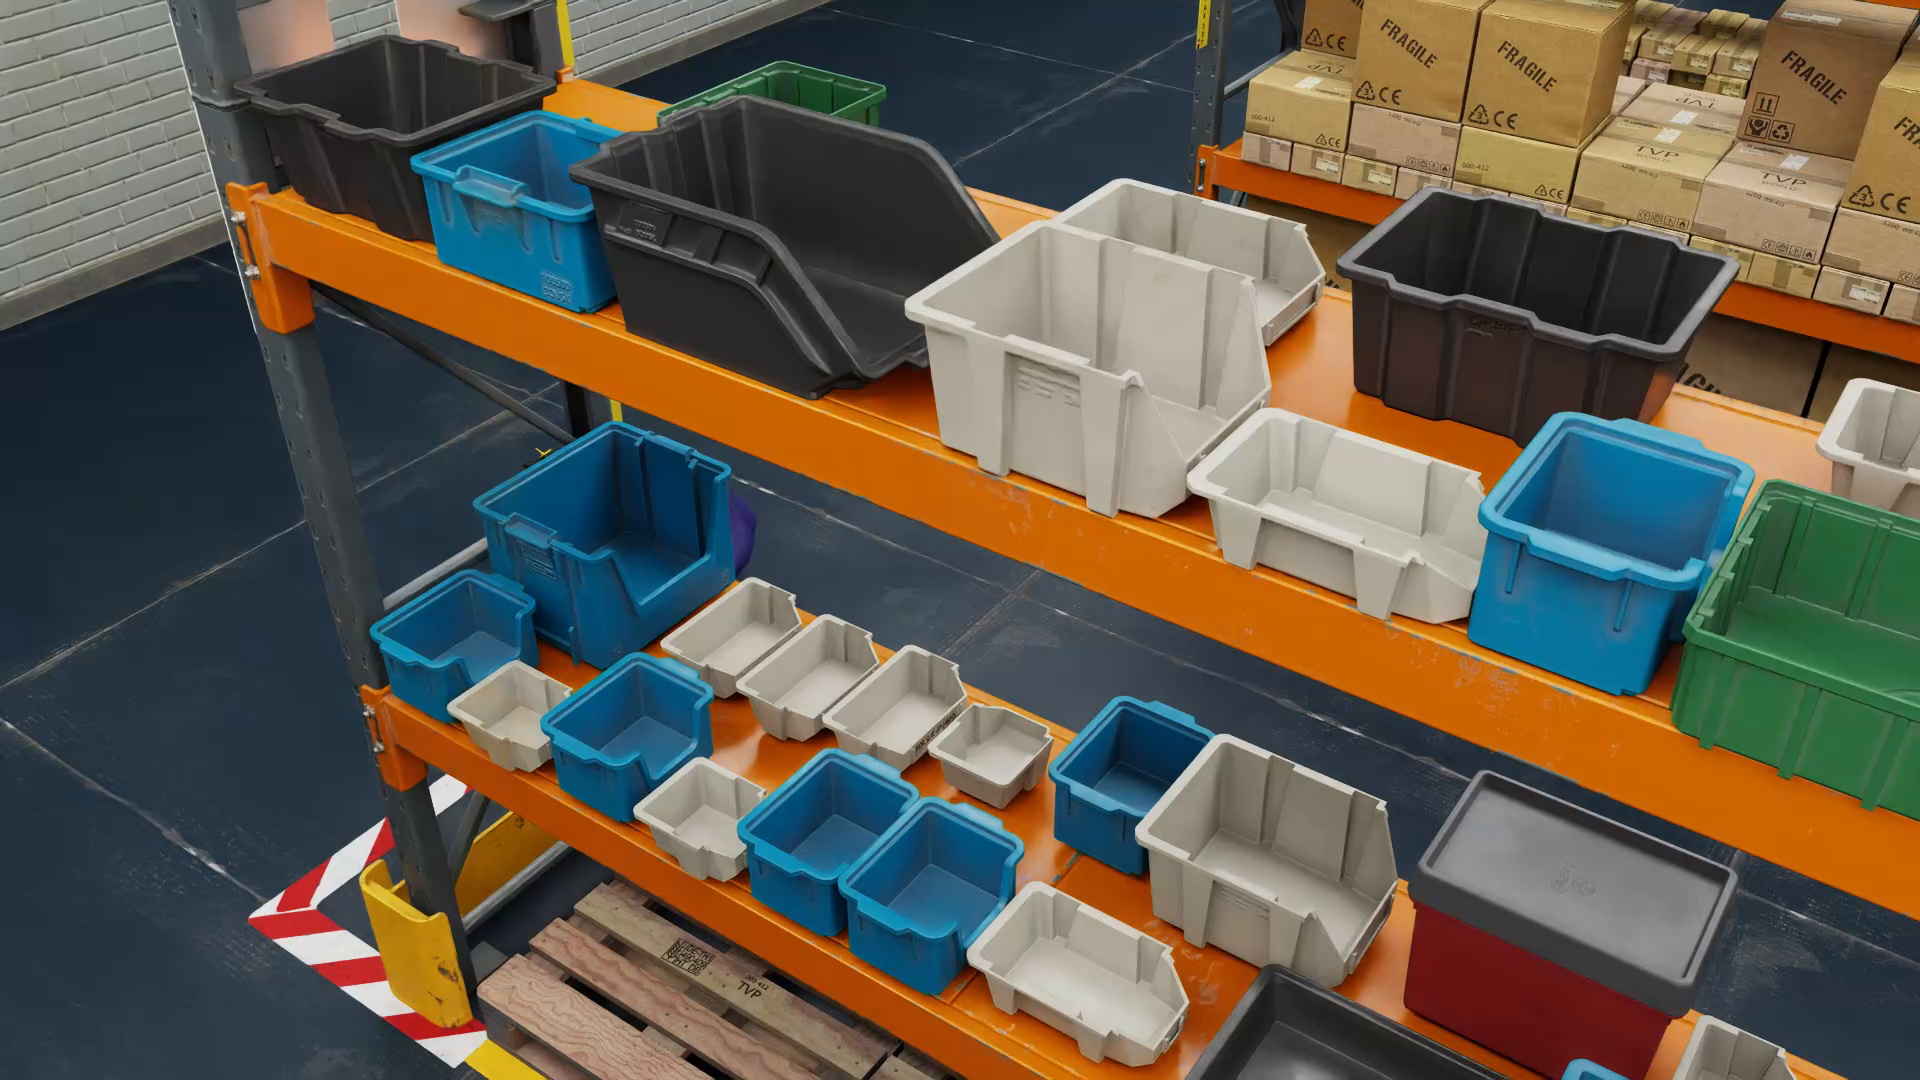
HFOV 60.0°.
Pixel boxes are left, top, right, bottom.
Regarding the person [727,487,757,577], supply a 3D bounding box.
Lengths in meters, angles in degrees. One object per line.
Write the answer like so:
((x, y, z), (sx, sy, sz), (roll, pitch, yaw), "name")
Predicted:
((-1.244, 0.054, 6.706), (0.847, 0.944, 0.514), (-1, 35, -1), "person")
